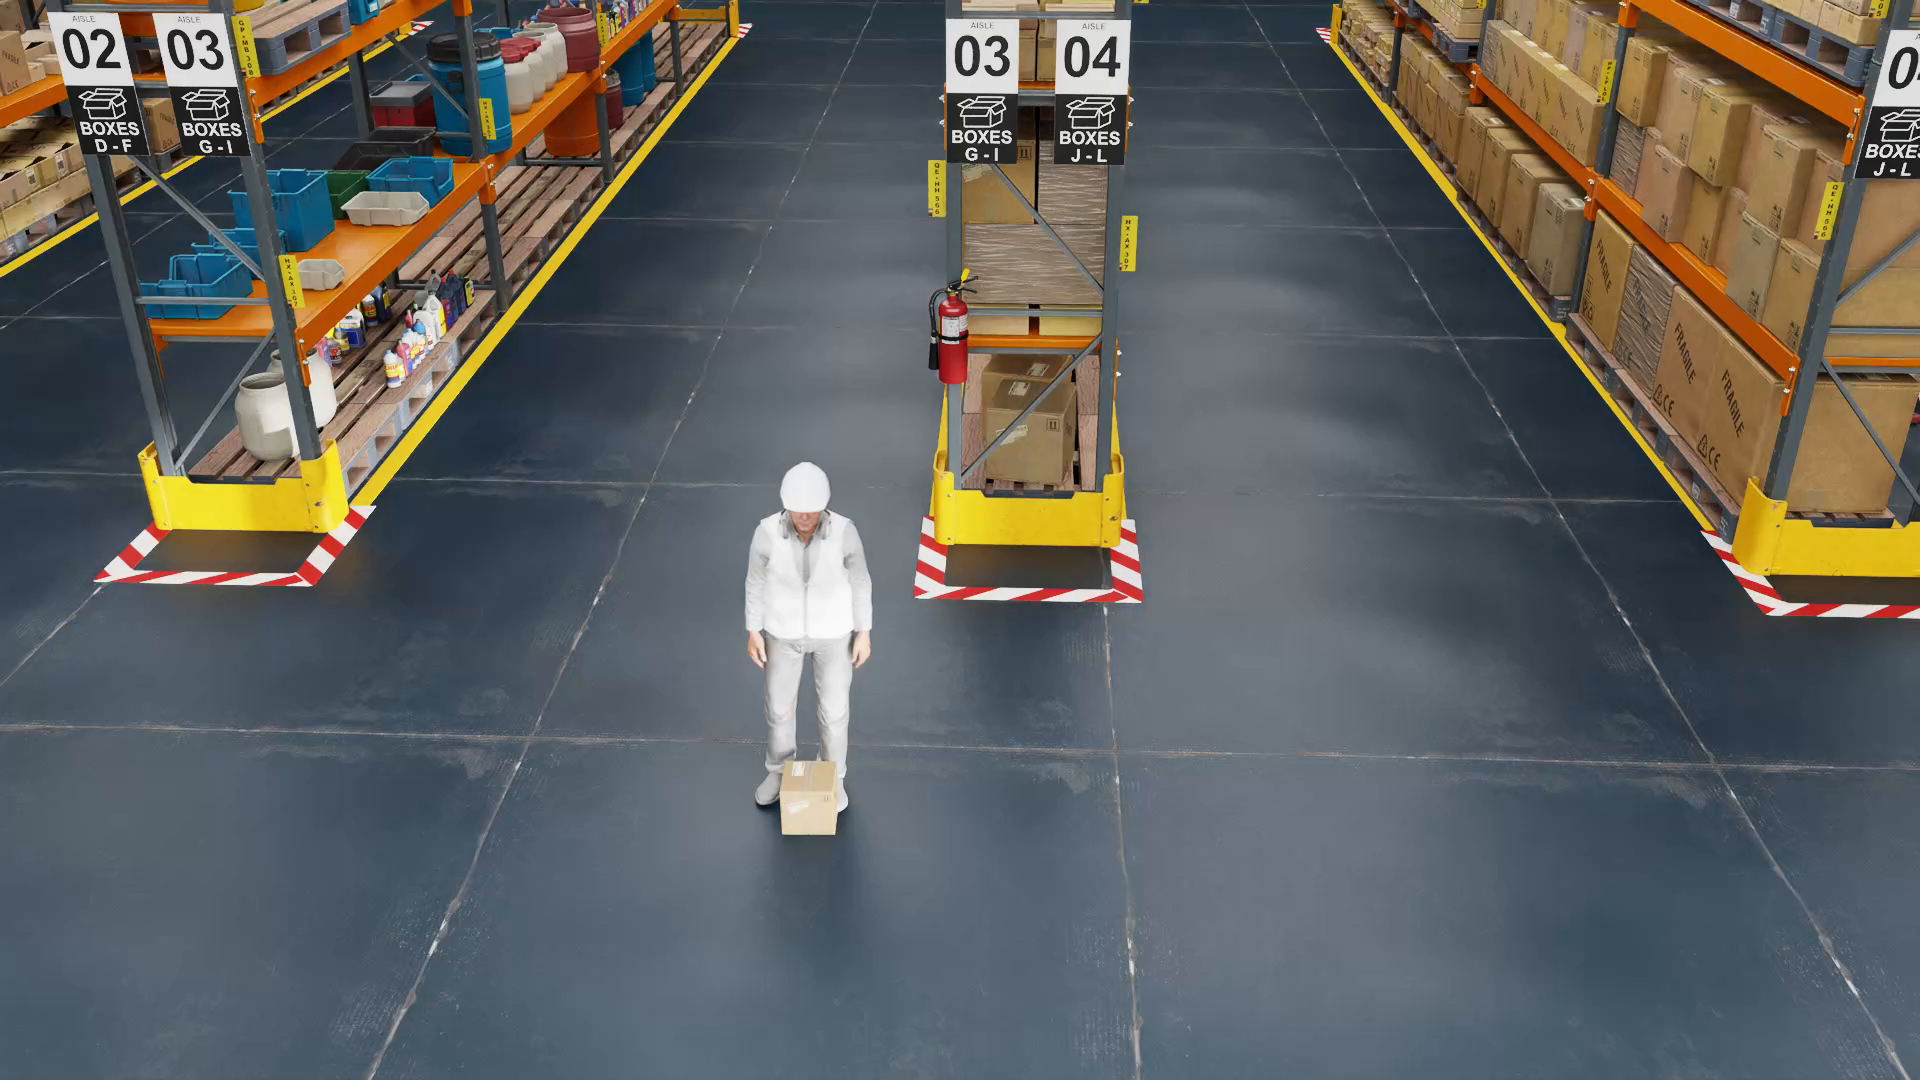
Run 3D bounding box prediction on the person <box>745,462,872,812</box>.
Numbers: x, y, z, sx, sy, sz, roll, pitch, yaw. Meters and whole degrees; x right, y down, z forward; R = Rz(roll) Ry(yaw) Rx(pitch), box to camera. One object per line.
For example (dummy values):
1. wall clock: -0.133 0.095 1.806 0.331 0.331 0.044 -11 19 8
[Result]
1. person: -0.707 0.433 7.772 0.583 1.770 0.466 0 28 0
